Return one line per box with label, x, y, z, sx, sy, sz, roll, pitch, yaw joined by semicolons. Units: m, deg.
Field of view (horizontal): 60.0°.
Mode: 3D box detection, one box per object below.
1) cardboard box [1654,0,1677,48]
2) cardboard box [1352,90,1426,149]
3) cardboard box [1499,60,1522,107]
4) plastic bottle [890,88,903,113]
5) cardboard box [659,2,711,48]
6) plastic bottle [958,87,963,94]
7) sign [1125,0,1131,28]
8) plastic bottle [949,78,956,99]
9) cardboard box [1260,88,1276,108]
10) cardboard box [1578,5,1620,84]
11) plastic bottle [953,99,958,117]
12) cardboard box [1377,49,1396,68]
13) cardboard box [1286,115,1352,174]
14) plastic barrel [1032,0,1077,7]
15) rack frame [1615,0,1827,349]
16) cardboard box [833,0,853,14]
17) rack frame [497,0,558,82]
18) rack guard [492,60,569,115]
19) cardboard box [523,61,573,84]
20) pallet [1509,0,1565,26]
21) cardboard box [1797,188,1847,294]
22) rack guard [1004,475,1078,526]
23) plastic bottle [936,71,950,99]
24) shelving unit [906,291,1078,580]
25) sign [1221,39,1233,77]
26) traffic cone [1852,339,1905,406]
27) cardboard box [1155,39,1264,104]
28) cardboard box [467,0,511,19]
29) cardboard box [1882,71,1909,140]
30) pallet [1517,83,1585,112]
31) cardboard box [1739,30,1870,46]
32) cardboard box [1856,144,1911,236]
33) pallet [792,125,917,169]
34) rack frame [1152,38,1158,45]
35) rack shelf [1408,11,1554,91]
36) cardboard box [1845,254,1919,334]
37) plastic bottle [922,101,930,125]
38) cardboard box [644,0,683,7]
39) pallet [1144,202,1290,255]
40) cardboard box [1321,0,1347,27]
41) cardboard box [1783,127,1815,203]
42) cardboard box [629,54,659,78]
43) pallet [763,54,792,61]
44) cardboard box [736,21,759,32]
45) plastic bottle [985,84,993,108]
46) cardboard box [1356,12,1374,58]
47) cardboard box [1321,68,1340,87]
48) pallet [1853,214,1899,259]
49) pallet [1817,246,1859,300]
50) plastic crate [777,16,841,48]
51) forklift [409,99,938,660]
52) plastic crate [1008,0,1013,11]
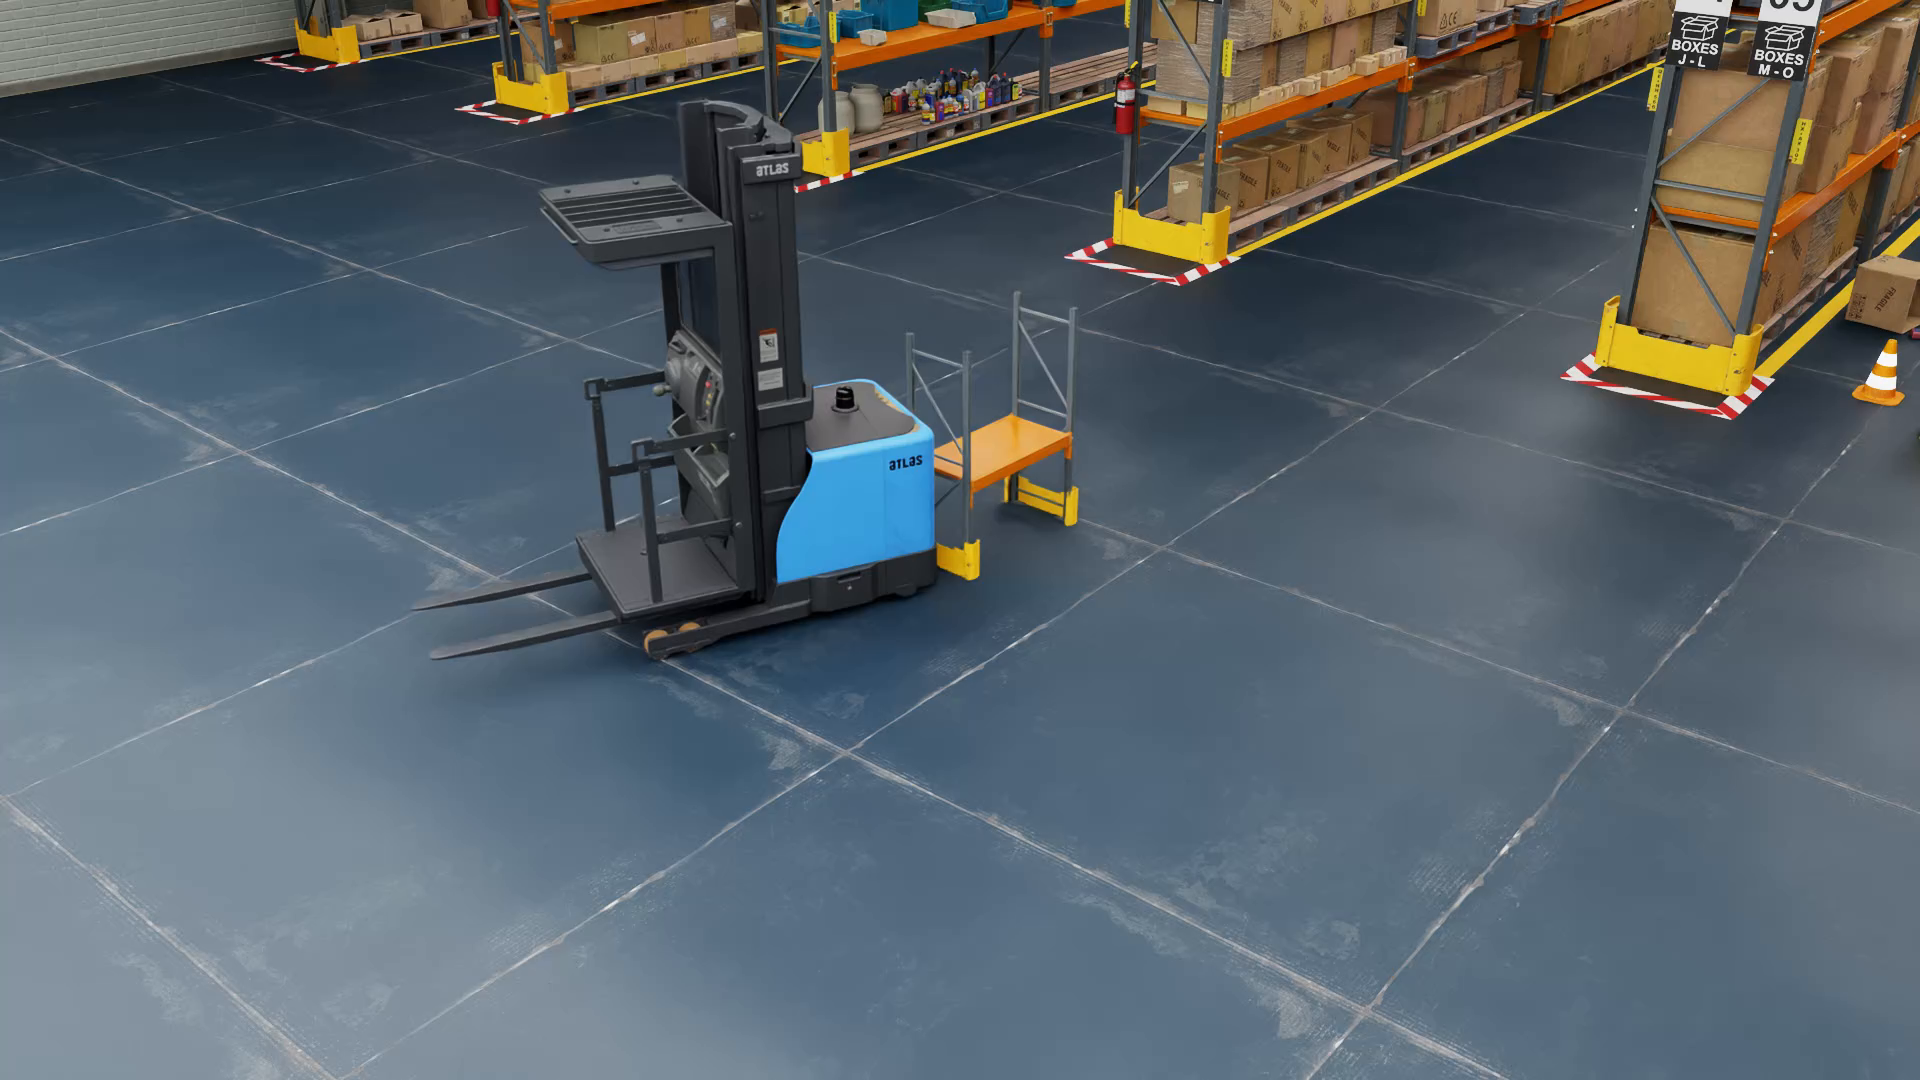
cardboard box;10.131;-7.882;24.708;0.875;0.875;0.875;21;34;34
cardboard box;4.968;-4.888;19.308;0.700;0.500;0.500;18;32;31
cardboard box;6.694;-5.852;21.171;0.700;0.500;0.500;19;33;32
plastic bottle;-0.794;-5.467;20.672;0.152;0.276;0.135;21;34;35
cardboard box;-3.850;-7.206;23.266;0.500;0.500;0.500;21;34;34
plastic bottle;0.035;-5.508;20.741;0.061;0.283;0.133;21;34;34
sign;1.601;-4.998;15.674;0.100;0.325;0.005;21;34;34
plastic bottle;-0.094;-5.771;21.264;0.097;0.271;0.097;0;27;0
cardboard box;2.869;-4.355;16.310;0.380;0.149;0.250;21;34;34
cardboard box;8.133;-6.805;22.627;1.225;0.875;0.875;21;34;35
plastic bottle;-0.067;-5.318;20.463;0.097;0.201;0.097;0;27;0
cardboard box;4.484;-5.232;18.005;0.380;0.149;0.250;21;34;34
cardboard box;3.917;-4.333;18.256;0.500;0.500;0.500;-16;31;-28
plastic barrel;1.218;-7.310;21.203;0.600;0.901;0.708;21;34;34
rack frame;5.779;-2.688;12.814;1.000;3.000;0.127;21;34;34
cardboard box;-1.975;-8.136;25.270;0.500;0.311;0.500;19;33;33
rack frame;-5.625;-7.070;21.284;1.000;3.000;0.127;21;34;34
rack guard;-5.641;-5.951;21.842;1.175;0.500;0.348;21;34;34
cardboard box;-5.512;-6.312;22.354;0.500;0.250;0.500;21;34;34
pallet;6.734;-6.641;20.663;1.213;0.211;1.003;21;34;34
cardboard box;7.299;-2.826;14.935;0.875;0.875;0.875;21;34;35
rack guard;0.543;-0.304;11.197;0.587;0.250;0.087;22;35;36
plastic bottle;-0.215;-5.826;21.284;0.144;0.351;0.185;19;33;32
shelving unit;0.213;-0.687;10.578;0.587;1.500;1.083;22;35;36
sign;2.435;-4.400;15.180;0.100;0.325;0.005;21;34;34
traffic cone;7.213;-1.335;12.958;0.336;0.463;0.334;21;34;34
cardboard box;2.387;-4.537;15.955;0.875;0.500;0.500;21;34;34
cardboard box;-7.535;-8.640;26.561;0.500;0.500;0.500;18;32;31
cardboard box;8.098;-4.039;15.261;0.875;0.550;0.550;21;34;34
pallet;7.664;-6.029;22.306;1.003;0.211;1.213;21;34;34
cardboard box;7.022;-3.961;13.936;0.875;0.550;0.500;21;34;34
cardboard box;8.649;-3.540;16.452;1.050;0.750;0.750;21;34;34
pallet;-1.273;-4.710;19.756;1.003;0.211;1.213;21;34;34
rack frame;3.283;-8.458;23.966;1.000;3.000;0.127;21;34;34
rack shelf;5.833;-5.981;19.963;1.077;0.370;4.000;21;34;34
cardboard box;8.128;-2.147;14.485;0.500;0.500;0.500;-21;34;-35
plastic bottle;-0.412;-5.157;20.076;0.097;0.271;0.097;0;27;0
cardboard box;-4.254;-7.359;23.562;0.500;0.500;0.500;21;34;34
pallet;2.609;-3.240;16.915;1.003;0.211;1.213;21;34;34
cardboard box;3.530;-5.442;16.615;0.500;0.500;0.500;21;34;34
cardboard box;6.313;-3.101;13.448;0.875;0.550;0.550;21;34;34
cardboard box;-4.479;-6.516;22.749;0.500;0.250;0.500;21;34;34
pallet;-2.643;-7.523;25.193;1.003;0.211;1.213;21;34;34
cardboard box;-3.041;-7.685;25.009;0.500;0.250;0.500;20;34;34
plastic bottle;0.358;-5.578;20.877;0.061;0.283;0.133;23;35;38
cardboard box;3.881;-5.460;17.739;0.875;0.500;0.500;21;34;34
cardboard box;3.685;-4.791;17.151;0.380;0.149;0.250;21;34;34
pallet;8.756;-3.163;16.767;1.003;0.211;1.213;21;34;34
pallet;7.780;-2.621;15.719;1.003;0.211;1.213;21;34;34
plastic crate;-1.718;-5.820;19.030;0.499;0.251;0.616;21;34;34
forklift;-1.694;-0.892;9.417;3.031;2.935;1.130;-13;30;-23
plastic crate;0.308;-6.863;20.952;0.767;0.338;0.504;21;34;34
